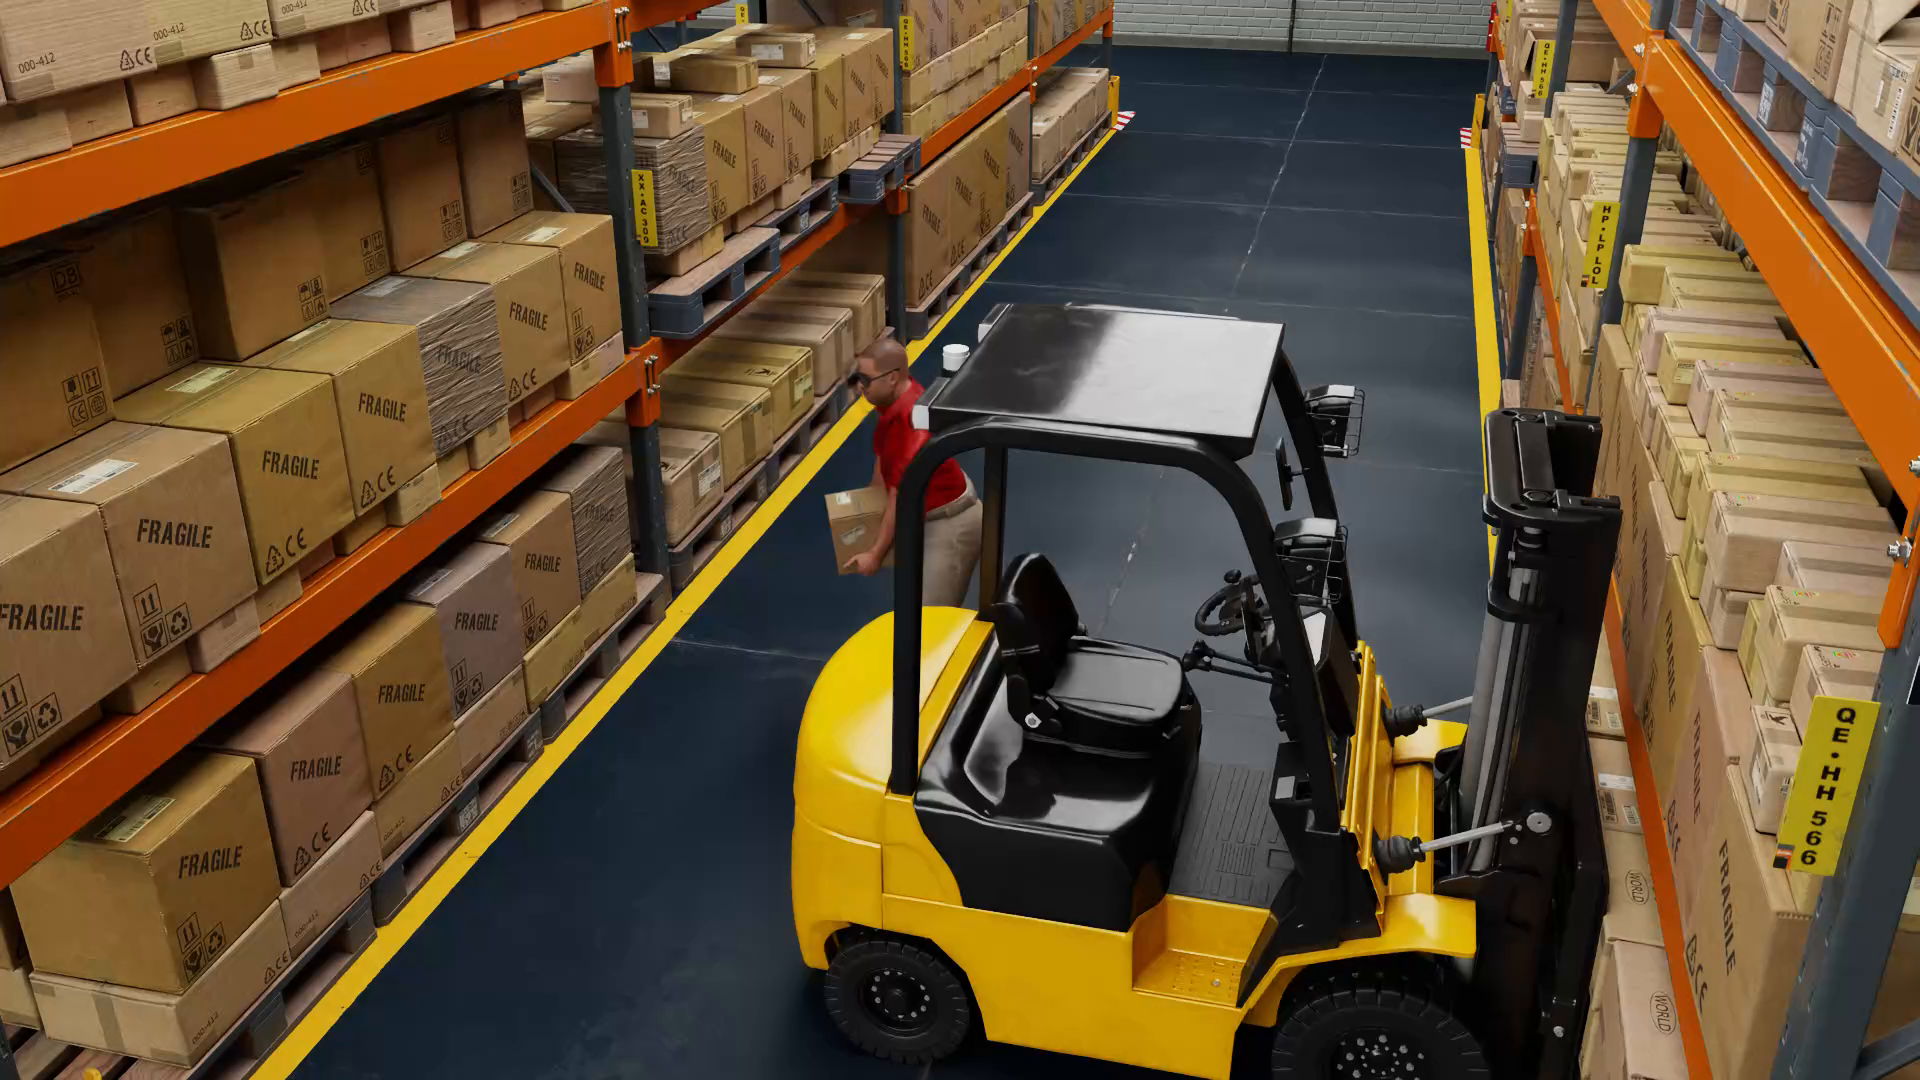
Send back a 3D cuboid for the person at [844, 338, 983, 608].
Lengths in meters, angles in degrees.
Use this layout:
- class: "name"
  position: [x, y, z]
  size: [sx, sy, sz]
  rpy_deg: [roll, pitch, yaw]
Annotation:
- class: "person"
  position: [-0.193, -0.022, 6.738]
  size: [0.608, 1.683, 0.490]
  rpy_deg: [-6, 26, -13]
